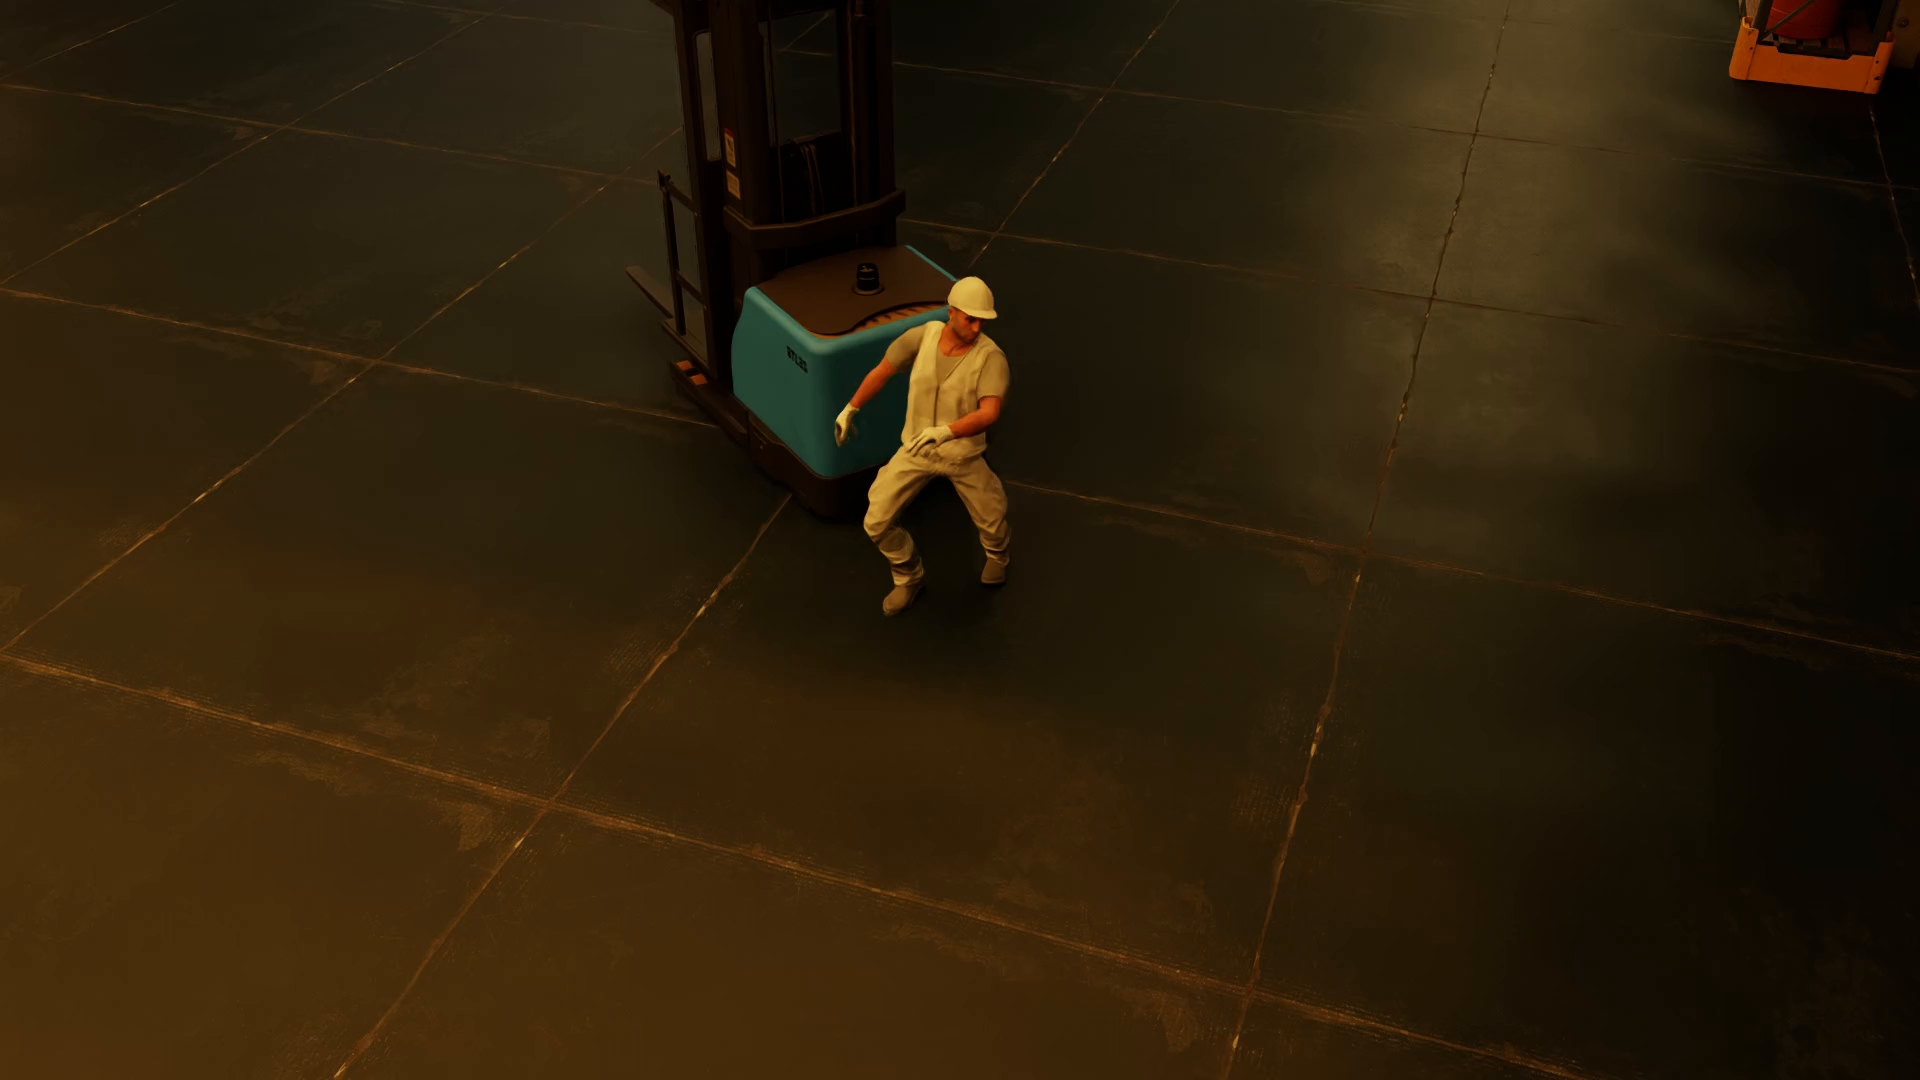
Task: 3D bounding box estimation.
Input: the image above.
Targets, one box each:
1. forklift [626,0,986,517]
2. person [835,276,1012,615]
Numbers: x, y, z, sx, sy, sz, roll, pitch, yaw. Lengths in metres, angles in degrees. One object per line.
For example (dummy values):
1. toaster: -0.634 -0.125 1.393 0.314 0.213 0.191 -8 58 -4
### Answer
1. forklift: -1.069 -2.135 9.122 1.130 2.935 3.031 -20 40 -26
2. person: -0.197 -0.401 7.799 0.849 1.670 0.783 7 36 10
